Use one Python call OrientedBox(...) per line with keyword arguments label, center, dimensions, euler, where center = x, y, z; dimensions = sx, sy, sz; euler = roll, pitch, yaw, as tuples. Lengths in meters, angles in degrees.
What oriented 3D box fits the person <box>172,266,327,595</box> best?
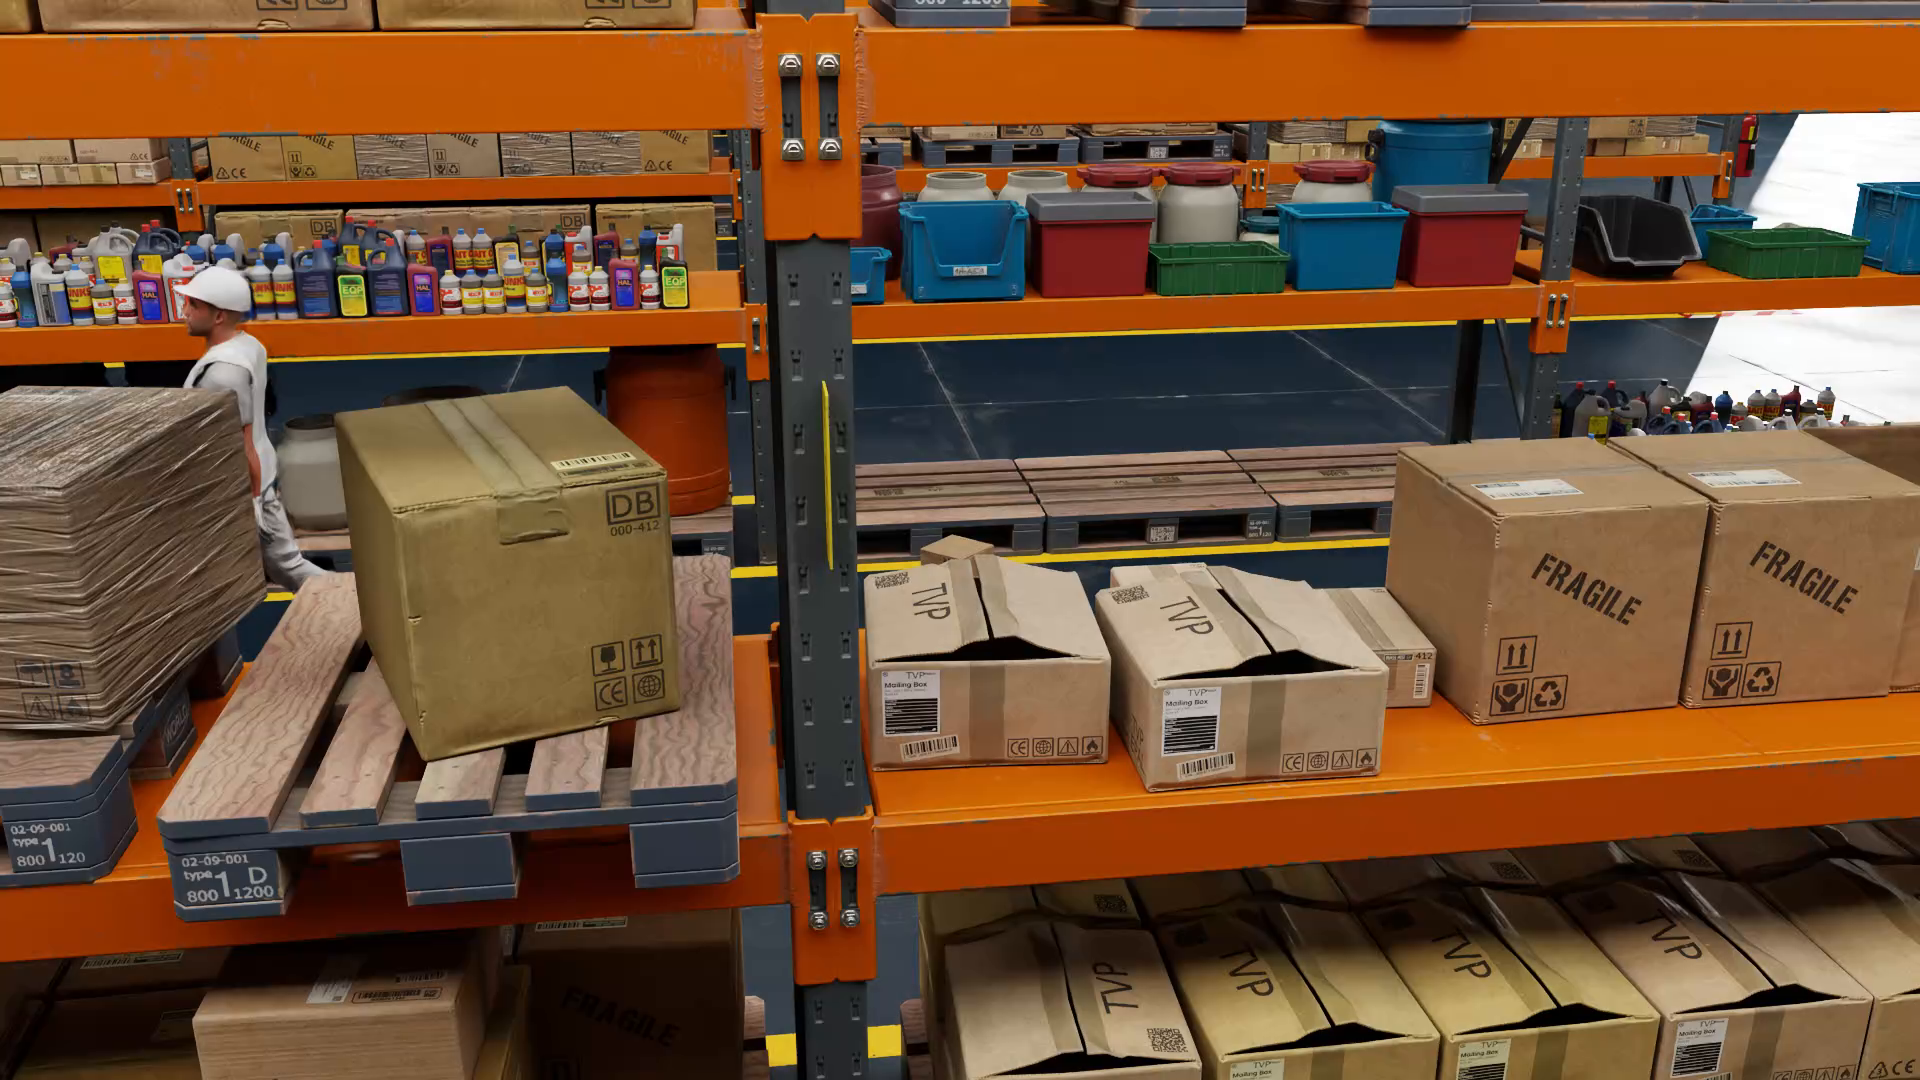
OrientedBox(label="person", center=(-2.946, -0.221, 6.661), dimensions=(1.028, 1.747, 0.533), euler=(-3, 20, -8))
